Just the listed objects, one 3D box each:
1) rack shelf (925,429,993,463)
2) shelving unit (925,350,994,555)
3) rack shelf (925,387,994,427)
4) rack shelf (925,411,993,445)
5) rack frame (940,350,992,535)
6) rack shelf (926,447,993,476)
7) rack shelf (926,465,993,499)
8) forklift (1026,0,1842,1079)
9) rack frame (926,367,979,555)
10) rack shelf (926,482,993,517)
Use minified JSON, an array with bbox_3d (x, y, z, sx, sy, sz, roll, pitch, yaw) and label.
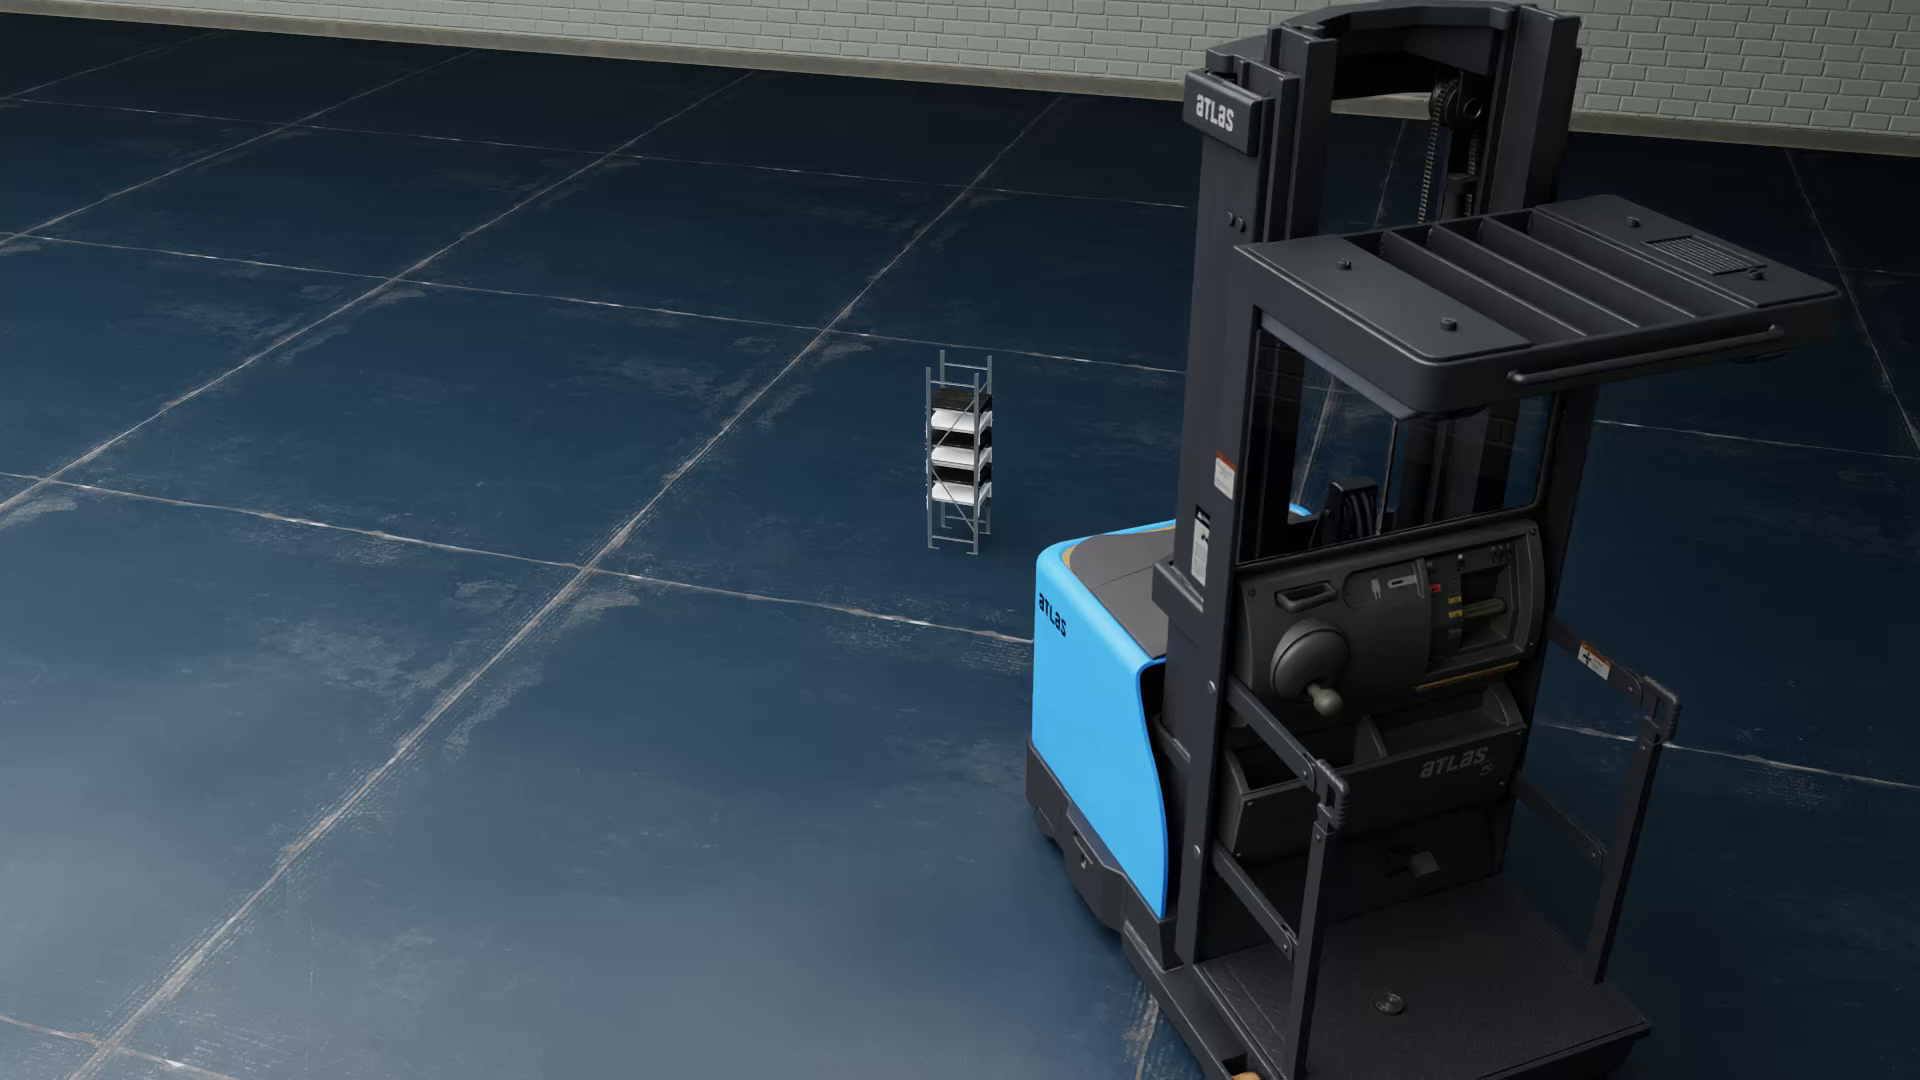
[{"bbox_3d":[-0.002,-0.439,7.497,0.258,0.077,0.200,8,30,15],"label":"rack shelf"},{"bbox_3d":[-0.002,-0.389,7.524,0.258,0.900,0.210,8,30,15],"label":"shelving unit"},{"bbox_3d":[-0.002,-0.596,7.409,0.258,0.077,0.200,8,30,15],"label":"rack shelf"},{"bbox_3d":[-0.002,-0.518,7.453,0.258,0.077,0.200,8,30,15],"label":"rack shelf"},{"bbox_3d":[0.027,-0.437,7.609,0.240,0.900,0.006,8,30,15],"label":"rack frame"},{"bbox_3d":[-0.002,-0.360,7.541,0.258,0.077,0.200,8,30,15],"label":"rack shelf"},{"bbox_3d":[-0.002,-0.282,7.584,0.258,0.077,0.200,8,30,15],"label":"rack shelf"},{"bbox_3d":[1.249,0.255,4.277,1.130,2.935,3.031,-11,31,-19],"label":"forklift"},{"bbox_3d":[-0.032,-0.342,7.440,0.240,0.900,0.006,8,30,15],"label":"rack frame"},{"bbox_3d":[-0.002,-0.203,7.628,0.258,0.077,0.200,8,30,15],"label":"rack shelf"}]
